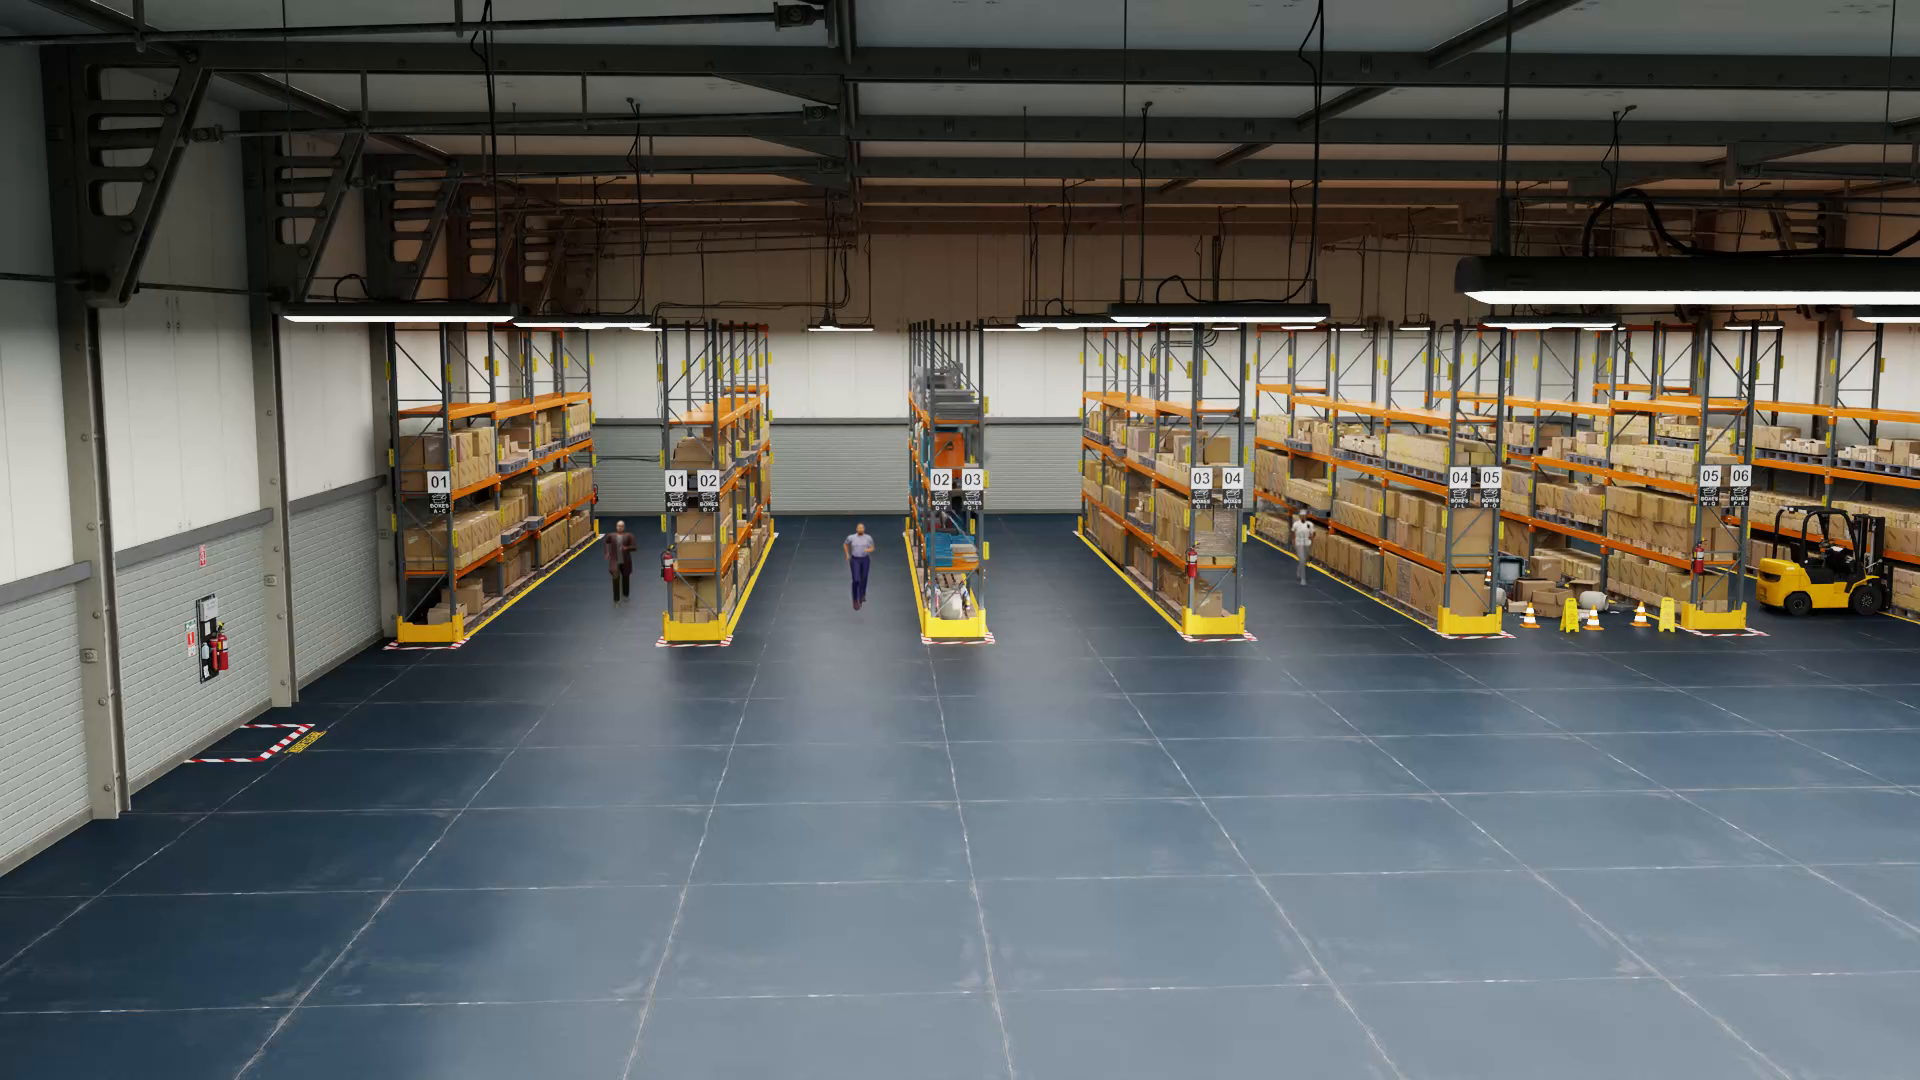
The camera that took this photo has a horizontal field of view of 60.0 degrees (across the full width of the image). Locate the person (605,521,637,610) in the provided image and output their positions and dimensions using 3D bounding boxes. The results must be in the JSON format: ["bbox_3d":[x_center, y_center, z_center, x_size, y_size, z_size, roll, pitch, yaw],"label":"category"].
[{"bbox_3d":[-7.148,0.501,35.076,0.680,1.831,0.898,-1,7,-10],"label":"person"}]

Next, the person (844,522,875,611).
[{"bbox_3d":[-2.004,0.523,33.447,0.577,1.760,0.685,-2,7,-14],"label":"person"}]

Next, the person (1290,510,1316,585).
[{"bbox_3d":[7.957,0.138,38.497,0.569,1.712,0.808,0,7,1],"label":"person"}]

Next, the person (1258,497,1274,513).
[{"bbox_3d":[9.065,-1.207,49.264,0.603,1.686,0.717,5,8,33],"label":"person"}]
